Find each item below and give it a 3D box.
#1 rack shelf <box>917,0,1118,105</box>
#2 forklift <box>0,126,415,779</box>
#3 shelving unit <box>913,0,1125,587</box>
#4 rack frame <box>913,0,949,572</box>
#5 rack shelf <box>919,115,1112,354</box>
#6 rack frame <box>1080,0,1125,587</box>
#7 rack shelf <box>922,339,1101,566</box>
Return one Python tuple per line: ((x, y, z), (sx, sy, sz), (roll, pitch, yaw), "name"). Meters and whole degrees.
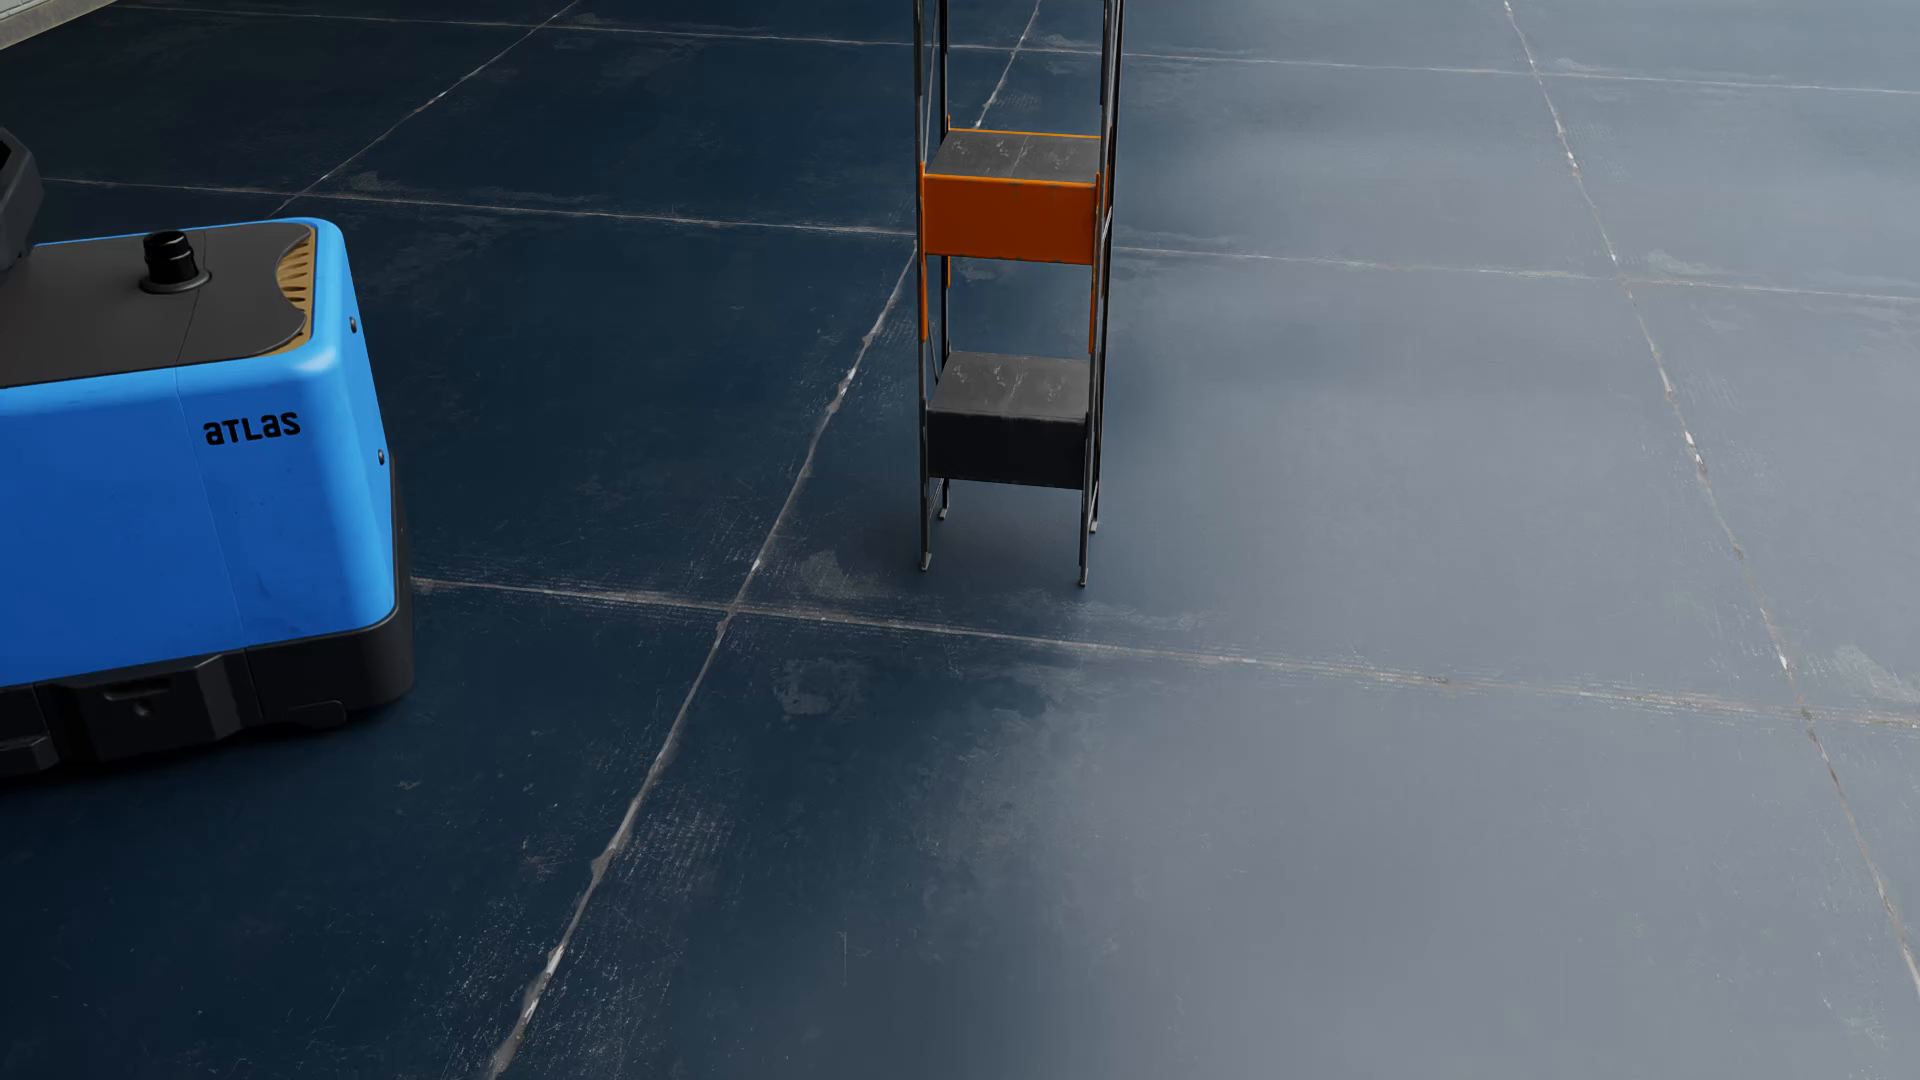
((0.163, -1.457, 4.305), (0.480, 0.518, 0.431), (5, 32, 8), "rack shelf")
((-3.053, -0.786, 3.743), (3.031, 2.935, 1.130), (-9, 33, -15), "forklift")
((0.163, -0.875, 4.669), (0.503, 2.100, 0.431), (5, 32, 8), "shelving unit")
((-0.077, -0.897, 4.704), (0.015, 2.100, 0.400), (5, 32, 8), "rack frame")
((0.163, -0.864, 4.677), (0.480, 0.518, 0.431), (5, 32, 8), "rack shelf")
((0.404, -0.853, 4.634), (0.015, 2.100, 0.400), (5, 32, 8), "rack frame")
((0.163, -0.270, 5.048), (0.480, 0.518, 0.431), (5, 32, 8), "rack shelf")
